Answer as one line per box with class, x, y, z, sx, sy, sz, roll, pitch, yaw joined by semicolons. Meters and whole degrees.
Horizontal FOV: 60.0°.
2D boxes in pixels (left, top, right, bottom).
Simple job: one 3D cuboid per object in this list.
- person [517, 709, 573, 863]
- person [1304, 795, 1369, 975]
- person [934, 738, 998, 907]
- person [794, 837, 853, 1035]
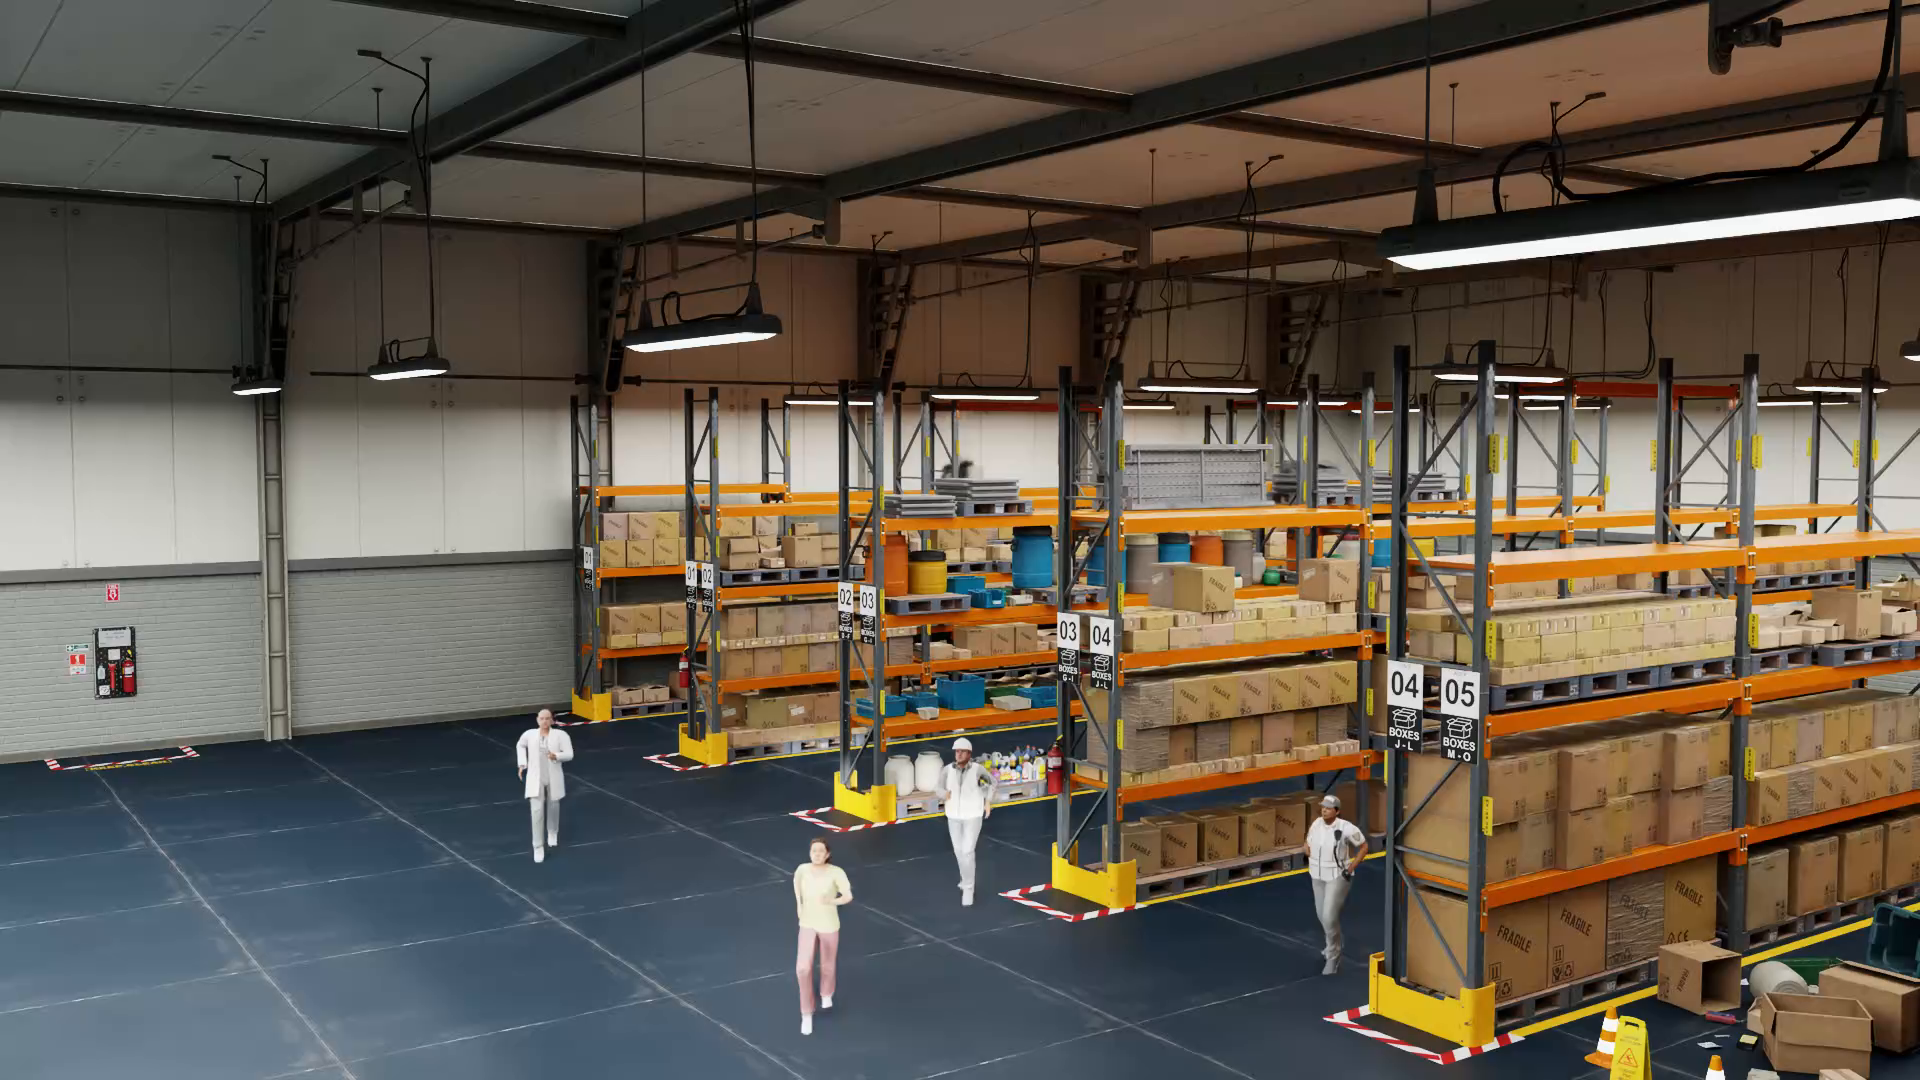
person;-5.162;3.008;20.703;0.686;1.810;0.987;-1;4;-14
person;3.638;3.365;16.311;0.662;1.751;0.604;-3;5;-41
person;0.041;3.138;18.761;0.657;1.829;0.748;1;4;20
person;-1.216;3.467;14.747;0.556;1.689;0.787;0;3;2
